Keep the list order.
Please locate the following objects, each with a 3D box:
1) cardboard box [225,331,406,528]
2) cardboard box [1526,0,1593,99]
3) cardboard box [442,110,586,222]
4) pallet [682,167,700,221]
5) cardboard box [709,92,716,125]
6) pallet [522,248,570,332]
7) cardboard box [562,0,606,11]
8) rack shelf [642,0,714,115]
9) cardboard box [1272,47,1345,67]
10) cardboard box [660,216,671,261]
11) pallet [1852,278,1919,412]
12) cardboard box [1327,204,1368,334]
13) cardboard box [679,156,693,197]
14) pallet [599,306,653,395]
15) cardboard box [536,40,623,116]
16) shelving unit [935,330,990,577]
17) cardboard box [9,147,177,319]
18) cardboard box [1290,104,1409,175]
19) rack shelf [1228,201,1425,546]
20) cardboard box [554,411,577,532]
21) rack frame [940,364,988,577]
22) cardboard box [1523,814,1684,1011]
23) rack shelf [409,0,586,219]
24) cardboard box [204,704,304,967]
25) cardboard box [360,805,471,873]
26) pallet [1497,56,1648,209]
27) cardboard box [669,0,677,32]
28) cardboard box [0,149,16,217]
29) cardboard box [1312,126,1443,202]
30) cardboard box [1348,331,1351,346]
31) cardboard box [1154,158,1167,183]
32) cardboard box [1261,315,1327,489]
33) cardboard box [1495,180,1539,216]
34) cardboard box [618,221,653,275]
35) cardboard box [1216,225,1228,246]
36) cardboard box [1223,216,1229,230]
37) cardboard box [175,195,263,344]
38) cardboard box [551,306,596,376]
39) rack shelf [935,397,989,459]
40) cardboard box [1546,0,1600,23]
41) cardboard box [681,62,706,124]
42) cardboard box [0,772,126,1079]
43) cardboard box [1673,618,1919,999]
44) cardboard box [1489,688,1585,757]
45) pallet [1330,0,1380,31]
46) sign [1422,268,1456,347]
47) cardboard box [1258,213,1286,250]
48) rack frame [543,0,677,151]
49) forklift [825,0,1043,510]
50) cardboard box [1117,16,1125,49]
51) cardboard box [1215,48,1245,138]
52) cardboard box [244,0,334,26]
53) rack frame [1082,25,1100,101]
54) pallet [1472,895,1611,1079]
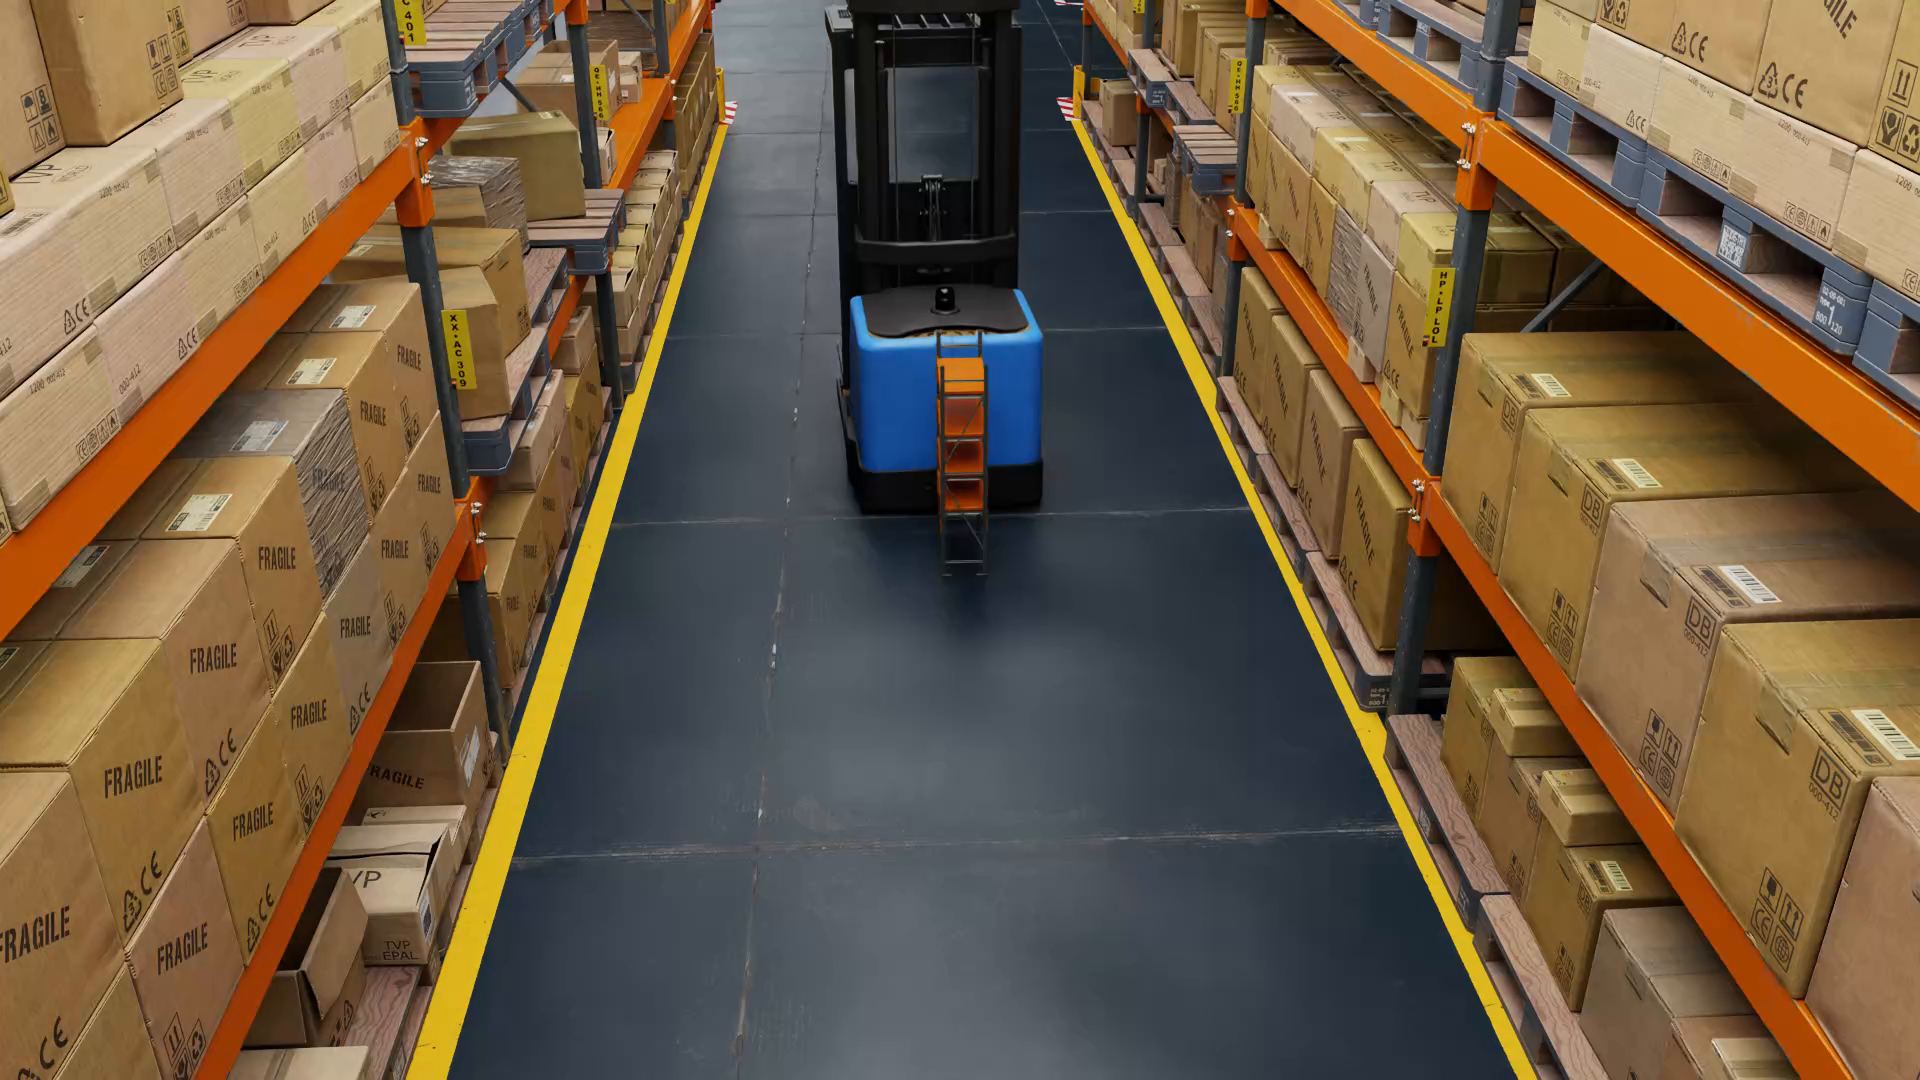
[{"bbox_3d":[-2.186,-0.365,5.516,0.500,0.500,0.500,-2,28,-4],"label":"cardboard box"},{"bbox_3d":[2.219,-1.631,5.489,0.500,0.250,0.500,-1,28,-3],"label":"cardboard box"},{"bbox_3d":[-2.564,-2.130,9.529,0.700,0.500,0.500,-11,29,-20],"label":"cardboard box"},{"bbox_3d":[-2.918,-3.167,15.094,1.003,0.211,1.213,-1,28,-3],"label":"pallet"},{"bbox_3d":[-2.766,-4.378,16.920,0.500,0.250,0.500,-1,28,-3],"label":"cardboard box"},{"bbox_3d":[-2.603,-1.205,8.524,1.003,0.211,1.213,-1,28,-3],"label":"pallet"},{"bbox_3d":[-3.146,-4.488,13.801,0.380,0.149,0.250,-1,28,-3],"label":"cardboard box"},{"bbox_3d":[-3.022,-4.640,15.680,1.077,0.370,4.000,-1,28,-3],"label":"rack shelf"},{"bbox_3d":[2.190,-2.995,10.463,0.380,0.149,0.250,-5,28,-9],"label":"cardboard box"},{"bbox_3d":[-2.555,-2.348,13.027,0.500,0.250,0.500,-1,28,-2],"label":"cardboard box"},{"bbox_3d":[2.606,-0.248,3.334,1.003,0.211,1.213,-1,28,-3],"label":"pallet"},{"bbox_3d":[2.117,-1.322,8.089,0.500,0.500,0.500,-1,28,-3],"label":"cardboard box"},{"bbox_3d":[-2.639,-3.224,14.707,0.500,0.250,0.500,-1,28,-3],"label":"cardboard box"},{"bbox_3d":[-2.713,-1.333,11.577,1.003,0.211,1.213,-1,28,-3],"label":"pallet"},{"bbox_3d":[-2.867,-3.481,12.573,0.500,0.500,0.500,1,28,1],"label":"cardboard box"},{"bbox_3d":[0.009,-0.456,8.826,0.258,1.200,0.503,-1,28,-3],"label":"shelving unit"},{"bbox_3d":[-2.110,-0.684,3.696,0.500,0.250,0.500,-1,28,-3],"label":"cardboard box"},{"bbox_3d":[2.063,-2.132,8.832,0.500,0.250,0.500,-1,28,-2],"label":"cardboard box"},{"bbox_3d":[2.342,-1.067,8.830,1.077,0.370,4.000,-1,28,-3],"label":"rack shelf"},{"bbox_3d":[-2.365,-0.367,8.938,0.500,0.500,0.500,-2,28,-5],"label":"cardboard box"},{"bbox_3d":[0.021,-0.343,8.610,0.240,1.200,0.015,-1,28,-3],"label":"rack frame"},{"bbox_3d":[2.431,1.277,5.807,0.700,0.500,0.500,-1,28,-1],"label":"cardboard box"},{"bbox_3d":[-2.605,-2.275,7.903,1.077,0.370,4.000,-1,28,-3],"label":"rack shelf"},{"bbox_3d":[-2.107,0.781,4.401,0.500,0.500,0.500,-1,28,-3],"label":"cardboard box"},{"bbox_3d":[-2.108,1.156,6.397,0.380,0.149,0.250,-1,28,-3],"label":"cardboard box"},{"bbox_3d":[2.479,-1.375,5.494,1.003,0.211,1.213,-1,28,-3],"label":"pallet"},{"bbox_3d":[-3.032,-4.996,15.477,0.700,0.500,0.500,-1,28,-1],"label":"cardboard box"},{"bbox_3d":[-2.276,-0.781,3.071,0.700,0.500,0.500,-1,28,-3],"label":"cardboard box"},{"bbox_3d":[2.096,-1.896,8.380,0.500,0.250,0.500,-2,28,-4],"label":"cardboard box"},{"bbox_3d":[2.122,-0.981,8.136,0.380,0.149,0.250,-1,28,-3],"label":"cardboard box"},{"bbox_3d":[1.971,-3.342,15.002,0.380,0.166,0.250,-5,28,-9],"label":"cardboard box"},{"bbox_3d":[2.185,-0.795,9.401,0.750,0.750,0.750,-2,28,-3],"label":"cardboard box"},{"bbox_3d":[2.649,-1.440,7.505,0.500,0.250,0.500,-1,28,-2],"label":"cardboard box"},{"bbox_3d":[-2.503,-2.131,12.004,0.500,0.311,0.500,-2,28,-4],"label":"cardboard box"},{"bbox_3d":[2.237,-1.968,12.007,0.700,0.500,0.500,-1,28,-3],"label":"cardboard box"},{"bbox_3d":[2.181,-2.325,11.880,0.500,0.250,0.500,-1,28,-2],"label":"cardboard box"},{"bbox_3d":[-2.138,-0.693,4.254,0.500,0.250,0.500,-1,28,-3],"label":"cardboard box"},{"bbox_3d":[-2.419,-1.155,9.637,0.500,0.250,0.500,0,28,-1],"label":"cardboard box"},{"bbox_3d":[0.009,-0.594,8.754,0.258,0.148,0.480,-1,28,-3],"label":"rack shelf"},{"bbox_3d":[2.204,-1.953,5.295,0.500,0.500,0.500,-2,28,-3],"label":"cardboard box"},{"bbox_3d":[-2.710,-4.249,15.862,0.500,0.500,0.500,-1,28,-3],"label":"cardboard box"},{"bbox_3d":[-2.051,0.808,3.269,0.500,0.500,0.500,-1,28,-1],"label":"cardboard box"},{"bbox_3d":[2.570,0.681,4.376,0.980,0.700,0.700,-2,28,-3],"label":"cardboard box"},{"bbox_3d":[2.219,0.683,6.245,0.380,0.149,0.250,0,28,-1],"label":"cardboard box"},{"bbox_3d":[2.386,-2.743,8.226,1.003,0.211,1.213,0,28,0],"label":"pallet"},{"bbox_3d":[1.905,-0.923,6.609,0.100,0.325,0.005,-1,28,-3],"label":"sign"},{"bbox_3d":[1.957,-1.808,9.723,0.380,0.149,0.250,-1,28,-1],"label":"cardboard box"},{"bbox_3d":[-2.918,-4.035,13.743,1.000,3.000,0.127,-1,28,-3],"label":"rack frame"},{"bbox_3d":[-0.221,-2.122,10.148,1.130,2.935,3.031,-3,28,-6],"label":"forklift"},{"bbox_3d":[1.684,-4.541,14.853,0.500,0.250,0.500,-1,28,-2],"label":"cardboard box"},{"bbox_3d":[2.147,-3.023,11.218,0.700,0.500,0.500,-4,28,-7],"label":"cardboard box"},{"bbox_3d":[-2.437,-1.935,5.283,0.700,0.500,0.500,-1,28,-3],"label":"cardboard box"},{"bbox_3d":[1.820,-6.004,17.518,1.000,3.000,0.127,-1,28,-3],"label":"rack frame"},{"bbox_3d":[2.475,1.692,5.777,1.003,0.211,1.213,-1,28,-3],"label":"pallet"}]
